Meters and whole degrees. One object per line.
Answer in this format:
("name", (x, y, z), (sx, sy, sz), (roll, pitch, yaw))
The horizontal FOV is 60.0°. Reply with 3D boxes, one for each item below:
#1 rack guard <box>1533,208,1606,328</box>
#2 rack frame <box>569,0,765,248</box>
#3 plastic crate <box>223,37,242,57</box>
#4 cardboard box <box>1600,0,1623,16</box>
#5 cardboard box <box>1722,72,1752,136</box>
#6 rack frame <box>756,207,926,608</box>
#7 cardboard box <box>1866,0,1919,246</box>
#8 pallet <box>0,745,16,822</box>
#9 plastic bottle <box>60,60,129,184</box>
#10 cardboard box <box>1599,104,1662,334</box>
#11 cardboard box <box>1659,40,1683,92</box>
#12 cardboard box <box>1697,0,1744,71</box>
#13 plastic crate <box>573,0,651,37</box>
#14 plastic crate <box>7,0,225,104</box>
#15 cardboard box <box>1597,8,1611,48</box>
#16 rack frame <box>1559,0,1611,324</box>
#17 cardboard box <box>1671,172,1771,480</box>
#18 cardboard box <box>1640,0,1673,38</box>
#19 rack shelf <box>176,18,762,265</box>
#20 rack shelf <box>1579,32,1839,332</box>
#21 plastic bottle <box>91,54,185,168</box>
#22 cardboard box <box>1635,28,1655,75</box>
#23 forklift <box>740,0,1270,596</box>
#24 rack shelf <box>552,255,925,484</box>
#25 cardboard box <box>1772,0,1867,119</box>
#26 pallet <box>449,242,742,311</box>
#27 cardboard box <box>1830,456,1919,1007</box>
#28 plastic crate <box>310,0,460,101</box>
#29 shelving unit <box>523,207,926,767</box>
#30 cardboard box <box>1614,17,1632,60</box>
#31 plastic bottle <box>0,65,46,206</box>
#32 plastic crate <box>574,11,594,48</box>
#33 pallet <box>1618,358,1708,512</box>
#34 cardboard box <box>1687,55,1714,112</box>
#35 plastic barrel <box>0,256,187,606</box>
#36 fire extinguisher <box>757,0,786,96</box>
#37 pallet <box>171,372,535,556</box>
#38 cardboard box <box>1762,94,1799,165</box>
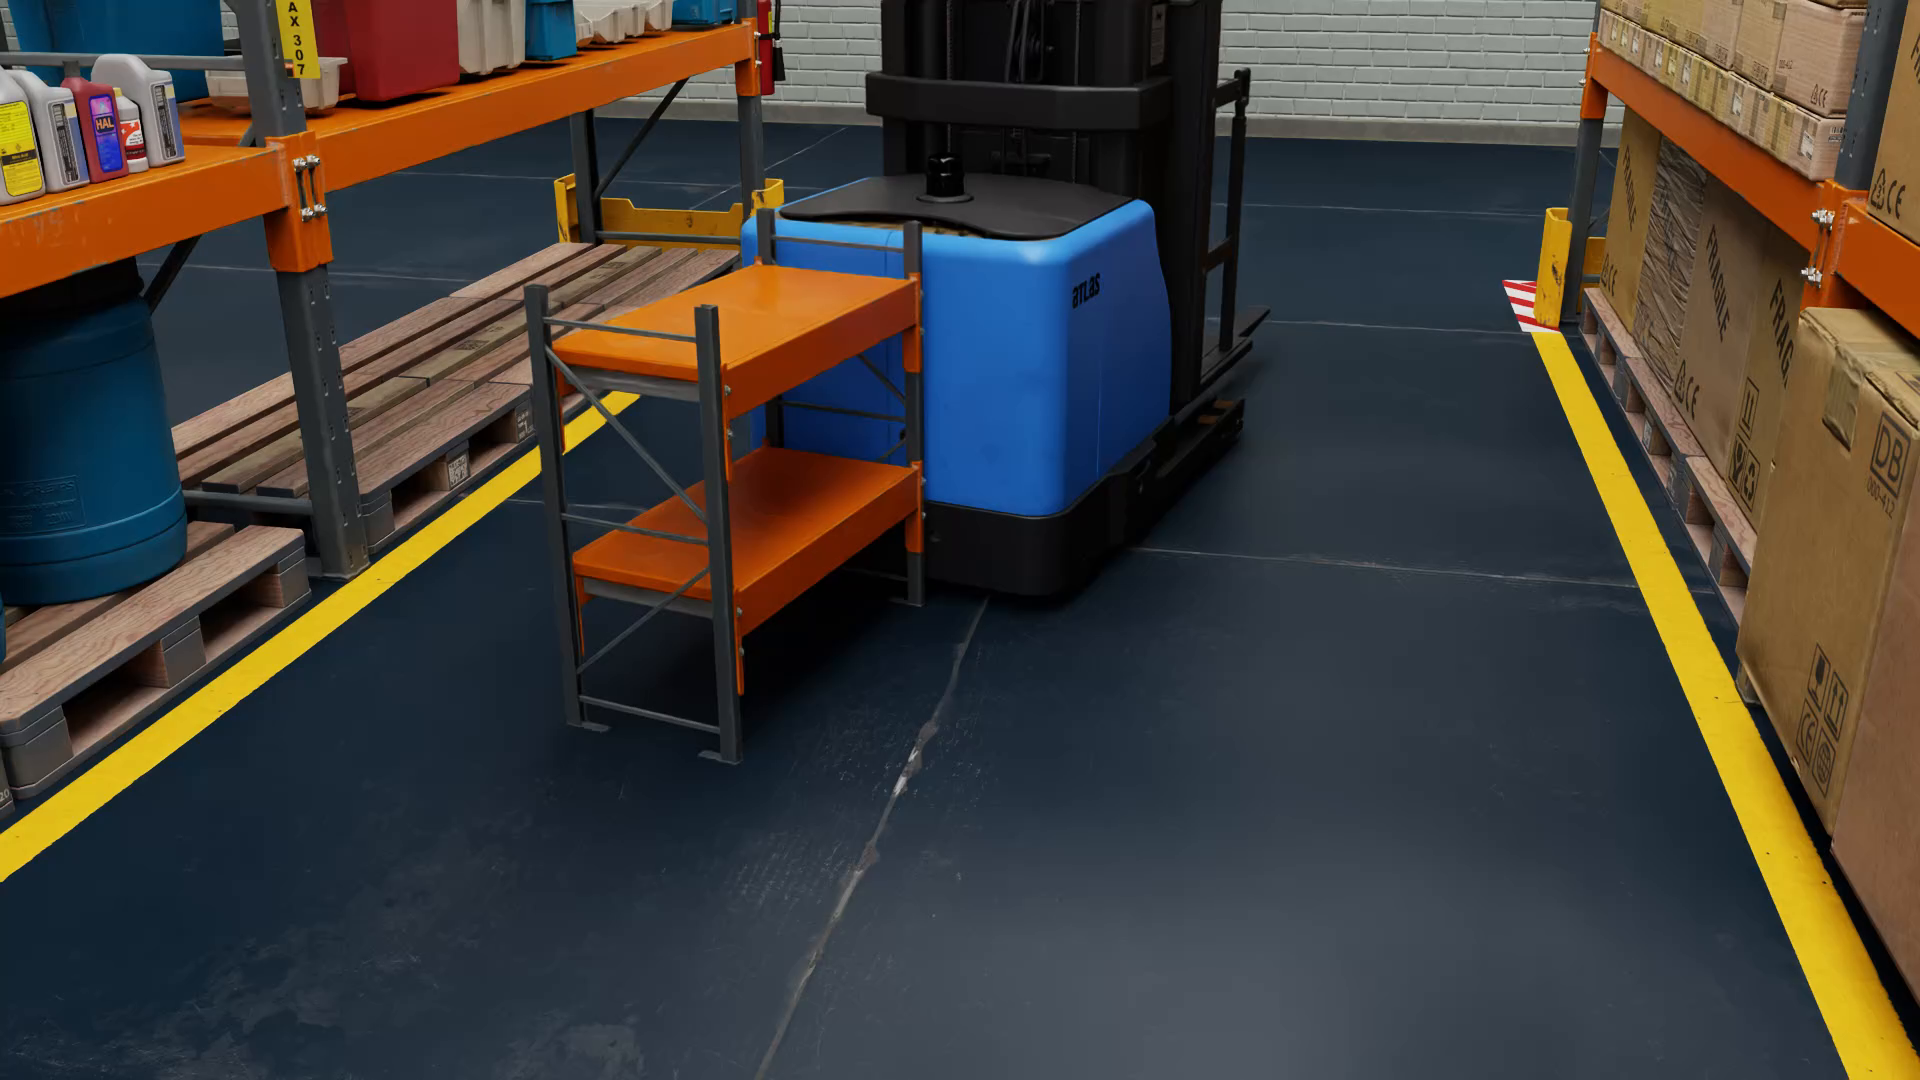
("rack guard", (3.346, -1.257, 7.807), (1.175, 0.500, 0.348), (4, 22, 11))
("rack frame", (-1.508, -2.786, 8.255), (1.000, 3.000, 0.127), (4, 22, 11))
("plastic crate", (-2.359, -1.653, 5.731), (0.437, 0.125, 0.590), (4, 22, 11))
("cardboard box", (2.978, -2.322, 6.906), (0.500, 0.250, 0.500), (4, 22, 9))
("cardboard box", (2.423, -1.247, 4.772), (0.380, 0.149, 0.250), (5, 22, 12))
("rack frame", (-0.335, -0.366, 4.756), (0.500, 1.125, 0.032), (10, 24, 23))
("cardboard box", (2.186, -0.843, 3.297), (0.500, 0.500, 0.500), (5, 22, 11))
("pallet", (-2.769, 0.697, 3.340), (1.003, 0.211, 1.213), (4, 22, 11))
("plastic bottle", (-2.091, -1.012, 4.007), (0.061, 0.283, 0.133), (4, 22, 11))
("cardboard box", (3.288, -1.377, 7.040), (0.875, 0.875, 0.875), (4, 22, 11))
("cardboard box", (2.633, -1.624, 5.708), (0.380, 0.149, 0.250), (4, 22, 10))
("cardboard box", (2.565, -1.571, 5.043), (0.500, 0.250, 0.500), (5, 22, 12))
("plastic crate", (-1.570, -2.274, 7.258), (0.396, 0.136, 0.243), (4, 22, 11))
("plastic crate", (-2.563, -1.540, 5.103), (0.392, 0.384, 0.575), (4, 22, 11))
("cardboard box", (2.945, -2.187, 7.105), (0.380, 0.149, 0.250), (5, 22, 12))
("rack frame", (3.341, -2.408, 7.318), (1.000, 3.000, 0.127), (4, 22, 11))
("cardboard box", (2.921, -0.719, 5.406), (0.875, 0.875, 0.875), (4, 22, 11))
("cardboard box", (2.773, -1.948, 5.977), (0.500, 0.250, 0.500), (4, 22, 9))
("rack shelf", (-1.916, -1.721, 6.574), (1.077, 0.370, 4.000), (4, 22, 11))
("rack shelf", (2.933, -1.343, 5.636), (1.077, 0.370, 4.000), (4, 22, 11))
("plastic bottle", (-2.088, -1.097, 4.227), (0.152, 0.276, 0.135), (4, 22, 11))
("cardboard box", (2.737, -1.811, 6.171), (0.380, 0.149, 0.250), (4, 22, 10))
("forklift", (0.421, -1.715, 5.687), (1.130, 2.935, 3.031), (10, 24, 23))
("rack shelf", (-0.546, -0.465, 4.218), (0.538, 0.278, 1.000), (10, 24, 23))
("cardboard box", (2.358, -1.195, 4.109), (0.500, 0.250, 0.500), (4, 22, 10))
("pallet", (-1.714, -1.194, 8.035), (1.003, 0.211, 1.213), (4, 22, 11))
("cardboard box", (2.232, 0.408, 2.608), (1.225, 0.875, 0.875), (4, 22, 9))
("plastic crate", (-1.897, -1.688, 5.363), (0.402, 0.464, 0.583), (4, 22, 11))
("shelving unit", (-0.546, -0.193, 4.327), (0.538, 1.125, 1.048), (10, 24, 23))
("cardboard box", (2.842, -1.999, 6.639), (0.380, 0.149, 0.250), (4, 22, 10))
("plastic bottle", (-2.191, -0.939, 3.736), (0.144, 0.351, 0.185), (4, 22, 11))
("plastic crate", (-1.646, -2.061, 6.728), (0.298, 0.136, 0.250), (4, 22, 11))
("pallet", (3.003, -0.371, 5.993), (1.003, 0.211, 1.213), (4, 22, 11))
("cardboard box", (2.528, -1.435, 5.238), (0.380, 0.149, 0.250), (4, 22, 10))
("plastic barrel", (-2.452, -0.347, 4.446), (0.600, 0.901, 0.708), (4, 22, 11))
("fire extinguisher", (-1.032, -2.597, 8.390), (0.296, 0.674, 0.183), (4, 22, 11))
("pallet", (-2.212, -0.301, 5.819), (1.003, 0.211, 1.213), (4, 22, 11))
("cardboard box", (2.318, -1.060, 4.306), (0.380, 0.149, 0.250), (5, 22, 12))
